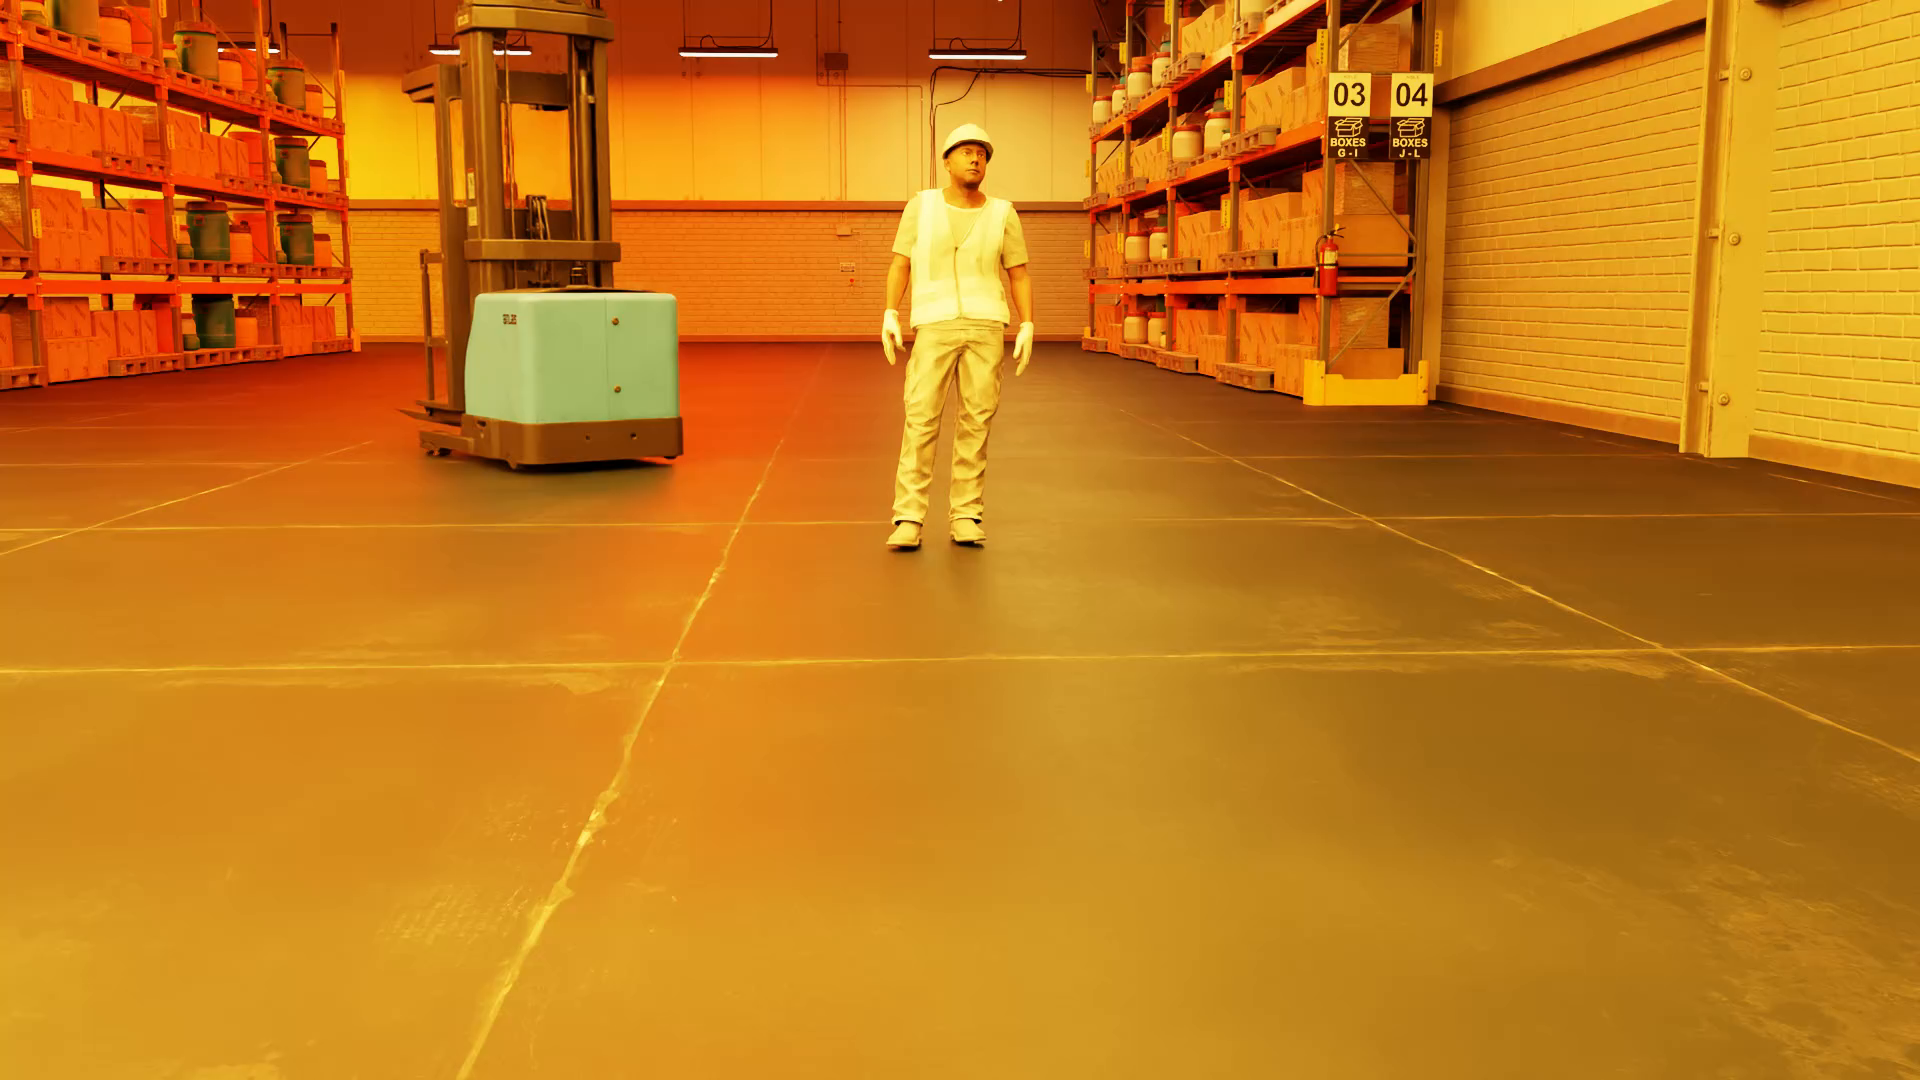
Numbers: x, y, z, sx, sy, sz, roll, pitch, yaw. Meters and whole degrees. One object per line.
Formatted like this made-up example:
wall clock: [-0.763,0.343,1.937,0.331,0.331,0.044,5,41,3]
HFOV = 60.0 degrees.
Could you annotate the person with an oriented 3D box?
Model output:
person: [-0.005,-0.879,7.107,0.656,1.782,0.577,-1,8,-4]

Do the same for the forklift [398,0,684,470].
forklift: [-2.999,-2.043,11.090,1.130,2.935,3.031,-6,10,-35]
